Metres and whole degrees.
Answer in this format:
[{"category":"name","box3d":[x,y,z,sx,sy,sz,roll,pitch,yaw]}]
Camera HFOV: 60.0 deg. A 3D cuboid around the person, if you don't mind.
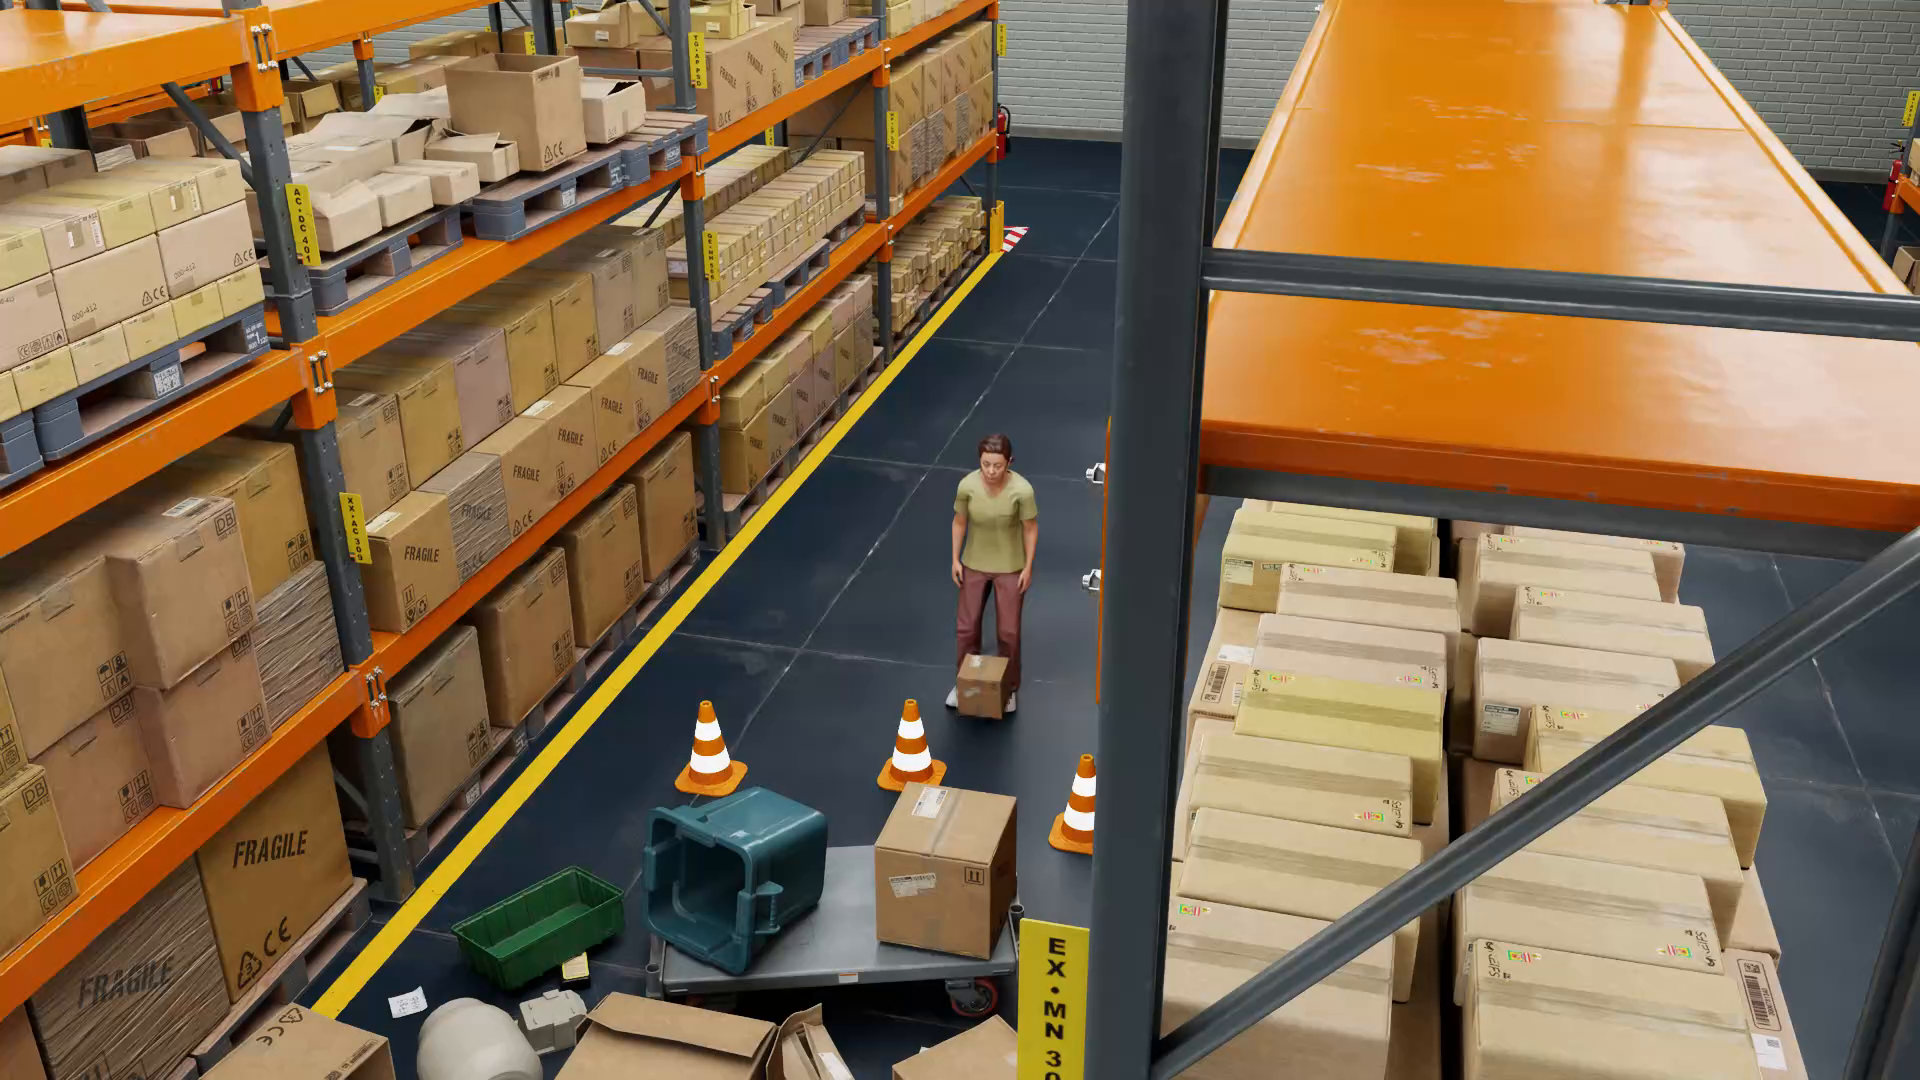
[{"category":"person","box3d":[0.184,0.168,9.344,0.489,1.674,0.356,6,26,11]}]
